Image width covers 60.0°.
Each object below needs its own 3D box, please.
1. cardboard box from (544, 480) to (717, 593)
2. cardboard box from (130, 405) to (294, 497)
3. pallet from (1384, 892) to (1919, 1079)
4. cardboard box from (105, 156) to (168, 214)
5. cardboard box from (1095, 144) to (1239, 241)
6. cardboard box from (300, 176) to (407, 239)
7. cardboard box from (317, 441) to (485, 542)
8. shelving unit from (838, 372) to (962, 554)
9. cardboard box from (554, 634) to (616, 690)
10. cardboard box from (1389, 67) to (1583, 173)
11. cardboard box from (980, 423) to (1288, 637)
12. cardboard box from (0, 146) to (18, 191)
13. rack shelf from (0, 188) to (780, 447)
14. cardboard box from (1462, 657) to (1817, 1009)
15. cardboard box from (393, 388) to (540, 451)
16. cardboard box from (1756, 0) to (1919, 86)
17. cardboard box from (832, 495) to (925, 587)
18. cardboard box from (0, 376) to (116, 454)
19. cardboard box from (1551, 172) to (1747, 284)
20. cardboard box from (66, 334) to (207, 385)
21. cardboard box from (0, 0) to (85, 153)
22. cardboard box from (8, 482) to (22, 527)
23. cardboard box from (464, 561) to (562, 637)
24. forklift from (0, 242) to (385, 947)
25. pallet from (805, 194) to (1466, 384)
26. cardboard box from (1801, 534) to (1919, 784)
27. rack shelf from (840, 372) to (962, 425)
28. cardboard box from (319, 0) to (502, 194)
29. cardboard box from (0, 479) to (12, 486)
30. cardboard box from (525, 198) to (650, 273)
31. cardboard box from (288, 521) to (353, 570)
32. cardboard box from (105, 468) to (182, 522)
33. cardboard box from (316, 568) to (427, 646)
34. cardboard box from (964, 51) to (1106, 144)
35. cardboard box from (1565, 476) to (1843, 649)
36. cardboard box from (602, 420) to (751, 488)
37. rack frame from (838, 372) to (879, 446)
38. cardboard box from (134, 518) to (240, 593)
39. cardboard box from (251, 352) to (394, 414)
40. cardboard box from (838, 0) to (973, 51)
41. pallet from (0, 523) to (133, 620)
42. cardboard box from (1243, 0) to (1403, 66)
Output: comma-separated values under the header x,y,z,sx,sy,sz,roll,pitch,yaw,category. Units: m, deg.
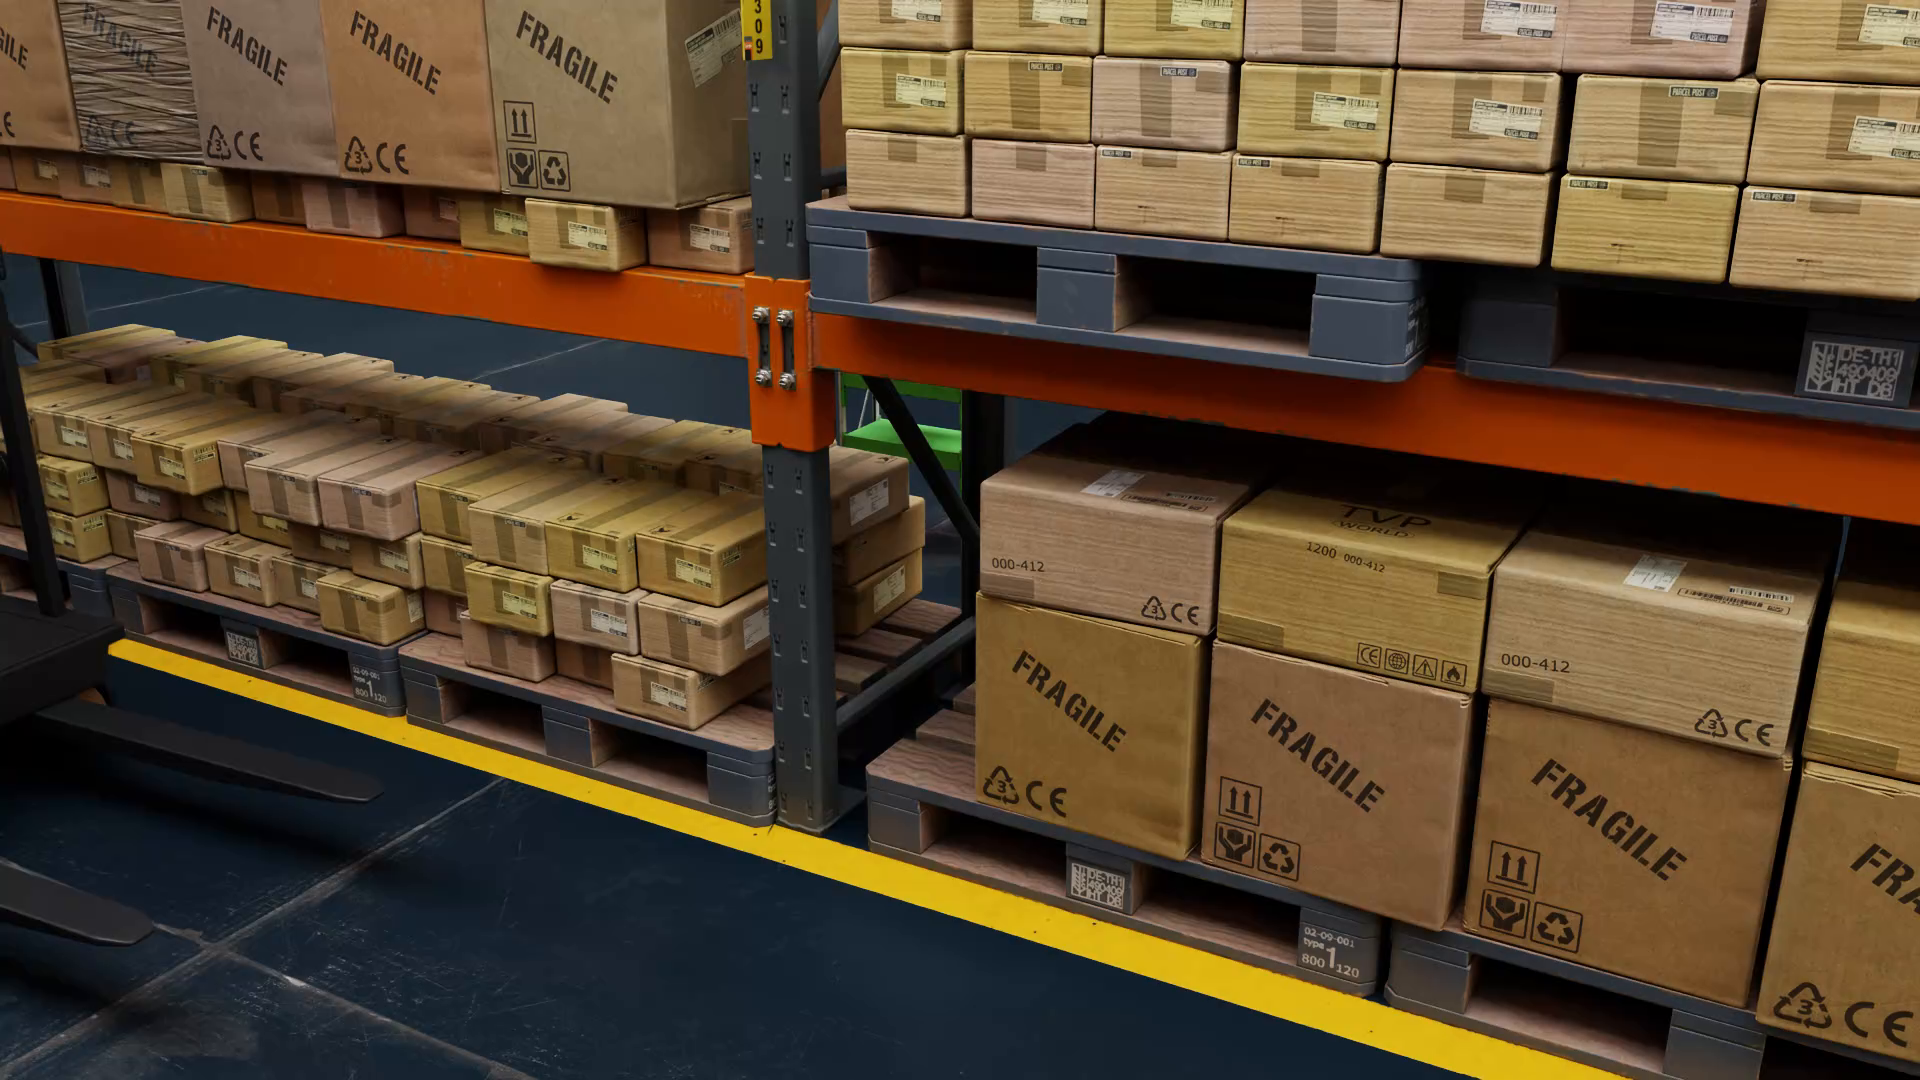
x,y,z,sx,sy,sz,roll,pitch,yaw,category
-0.822,-0.015,4.200,0.250,0.149,0.380,11,23,28,cardboard box
-2.184,-0.267,4.894,0.250,0.149,0.380,11,23,28,cardboard box
1.607,0.777,3.414,1.213,0.211,1.003,11,23,27,pallet
-2.125,-1.017,4.639,0.250,0.149,0.380,12,23,29,cardboard box
0.438,-0.655,3.026,0.250,0.149,0.380,11,23,28,cardboard box
-1.453,-0.885,4.273,0.250,0.149,0.380,10,22,25,cardboard box
-1.513,-0.138,4.540,0.250,0.149,0.380,10,22,25,cardboard box
-0.145,-0.592,5.736,0.503,1.200,0.258,11,23,27,shelving unit
-0.837,0.245,4.355,0.250,0.149,0.380,12,23,29,cardboard box
0.894,-0.710,2.740,0.250,0.149,0.380,12,23,29,cardboard box
0.374,-0.039,3.524,0.500,0.250,0.500,10,22,25,cardboard box
-2.767,-1.168,5.056,0.250,0.149,0.380,12,23,30,cardboard box
-1.888,-0.860,4.892,4.000,0.370,1.077,11,23,27,rack shelf
1.300,0.484,3.181,0.500,0.500,0.500,11,23,28,cardboard box
-1.498,-0.336,5.086,0.250,0.149,0.380,10,22,25,cardboard box
1.344,-0.764,2.452,0.250,0.149,0.380,12,23,29,cardboard box
-0.303,-0.018,4.645,0.250,0.149,0.380,12,23,30,cardboard box
-2.886,-0.389,5.232,0.250,0.149,0.380,11,23,27,cardboard box
1.120,-0.527,2.672,0.250,0.149,0.380,10,22,26,cardboard box
-2.857,-0.596,5.803,0.250,0.149,0.380,11,23,28,cardboard box
-2.476,-1.394,4.727,0.500,0.500,0.500,11,23,28,cardboard box
-2.845,-0.147,5.437,0.250,0.149,0.380,11,23,28,cardboard box
-1.057,0.099,4.322,0.250,0.149,0.380,10,22,25,cardboard box
-2.783,-0.733,3.587,3.031,2.935,1.130,9,22,24,forklift
0.454,-0.605,3.416,1.213,0.211,1.003,11,23,27,pallet
1.743,0.219,2.813,0.500,0.250,0.500,11,23,29,cardboard box
-0.145,-0.532,5.758,0.480,0.148,0.258,11,23,27,rack shelf
-1.155,-1.136,4.014,0.500,0.500,0.500,10,22,26,cardboard box
-3.091,-0.302,5.428,0.250,0.149,0.380,11,23,27,cardboard box
-0.784,-0.736,3.863,0.250,0.149,0.380,10,22,26,cardboard box
-1.684,-0.059,4.758,0.250,0.149,0.380,10,22,25,cardboard box
-2.385,-0.197,5.138,0.250,0.149,0.380,10,22,25,cardboard box
-1.555,0.141,4.642,0.250,0.149,0.380,11,23,27,cardboard box
0.204,-0.840,3.098,0.250,0.149,0.380,10,22,26,cardboard box
1.542,-0.019,3.468,0.500,0.250,0.500,10,22,25,cardboard box
-0.798,-0.212,4.744,0.250,0.149,0.380,10,22,27,cardboard box
-0.358,-0.632,5.848,0.015,1.200,0.240,11,23,27,rack frame
-2.231,0.009,5.006,0.250,0.149,0.380,10,22,25,cardboard box
-2.112,-0.501,5.540,0.250,0.149,0.380,12,23,29,cardboard box
-0.023,-1.022,3.164,0.250,0.149,0.380,12,23,30,cardboard box
-2.876,-0.062,5.726,1.213,0.211,1.003,11,23,27,pallet
0.663,-0.892,2.806,0.250,0.149,0.380,10,22,27,cardboard box
